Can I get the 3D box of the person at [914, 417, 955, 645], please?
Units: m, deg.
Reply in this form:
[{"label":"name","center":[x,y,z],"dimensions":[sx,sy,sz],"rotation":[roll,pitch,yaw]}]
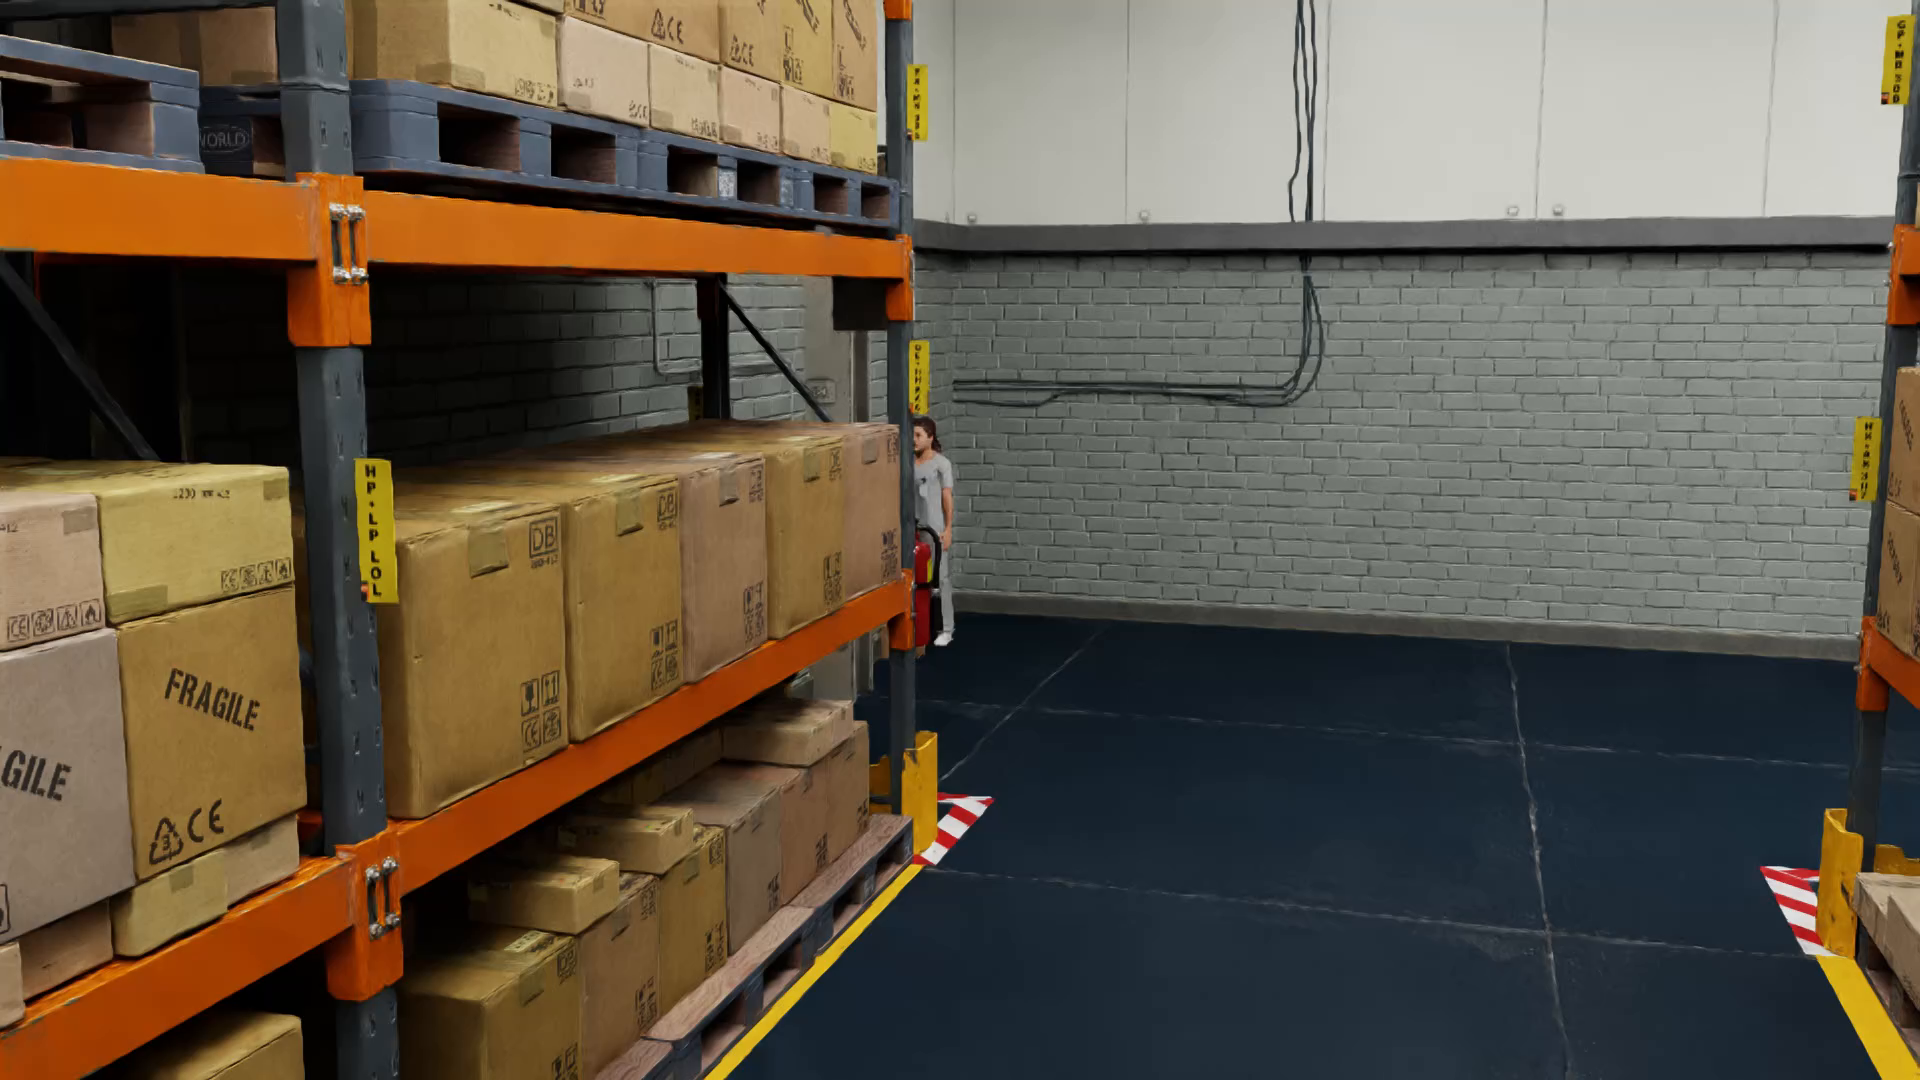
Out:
[{"label":"person","center":[-0.299,-0.062,12.204],"dimensions":[0.462,1.679,0.480],"rotation":[4,9,27]}]
